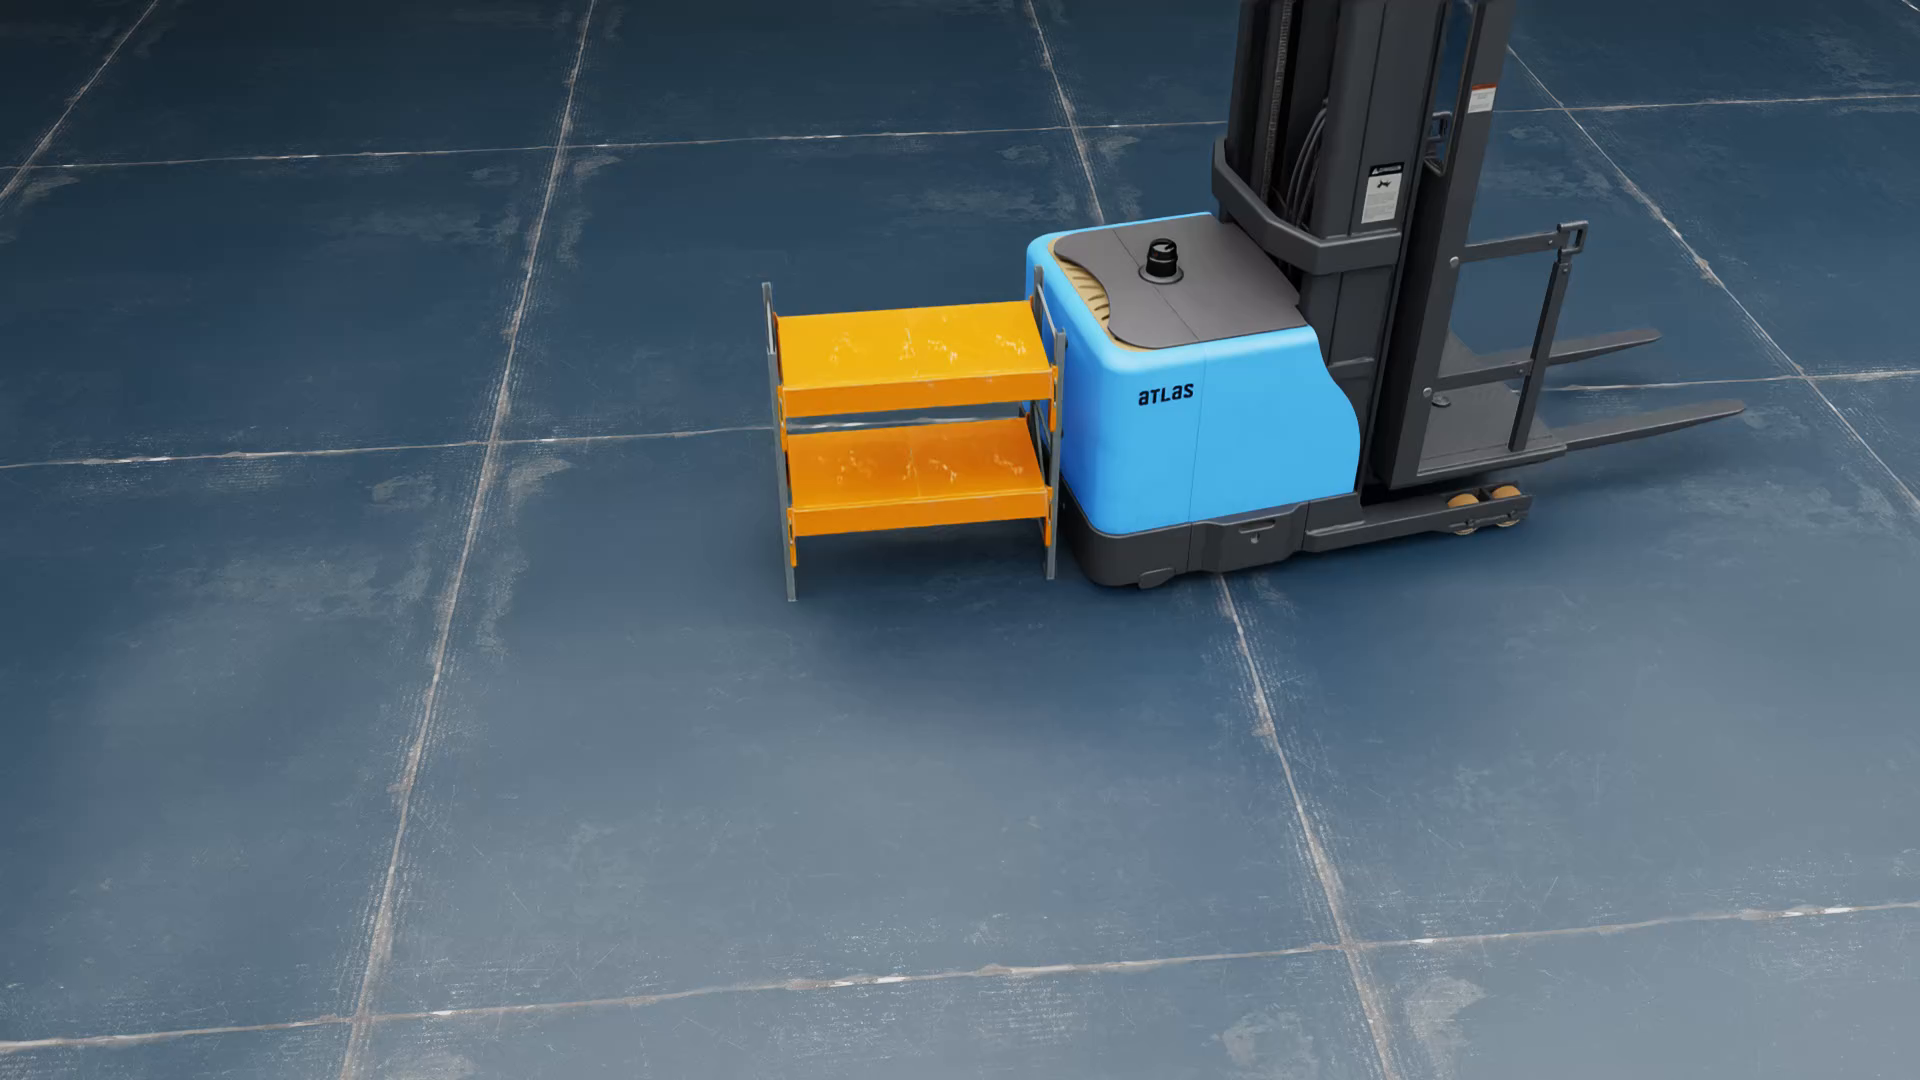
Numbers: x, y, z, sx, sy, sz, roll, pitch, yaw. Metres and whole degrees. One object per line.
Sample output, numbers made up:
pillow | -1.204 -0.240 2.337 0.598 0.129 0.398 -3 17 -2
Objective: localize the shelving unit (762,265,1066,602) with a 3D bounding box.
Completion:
shelving unit | -0.179 -0.396 6.344 1.048 1.125 0.538 -5 39 -6

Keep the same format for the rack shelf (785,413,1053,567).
rack shelf | -0.179 -0.204 6.495 1.000 0.278 0.538 -5 39 -6

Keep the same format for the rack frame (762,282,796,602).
rack frame | -0.683 -0.355 6.292 0.032 1.125 0.500 -5 39 -6

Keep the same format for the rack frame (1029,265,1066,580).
rack frame | 0.325 -0.437 6.395 0.032 1.125 0.500 -5 39 -6

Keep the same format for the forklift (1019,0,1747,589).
forklift | 1.823 -1.476 6.254 3.031 2.935 1.130 -10 39 -13

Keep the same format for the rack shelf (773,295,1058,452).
rack shelf | -0.179 -0.626 6.162 1.000 0.278 0.538 -5 39 -6
